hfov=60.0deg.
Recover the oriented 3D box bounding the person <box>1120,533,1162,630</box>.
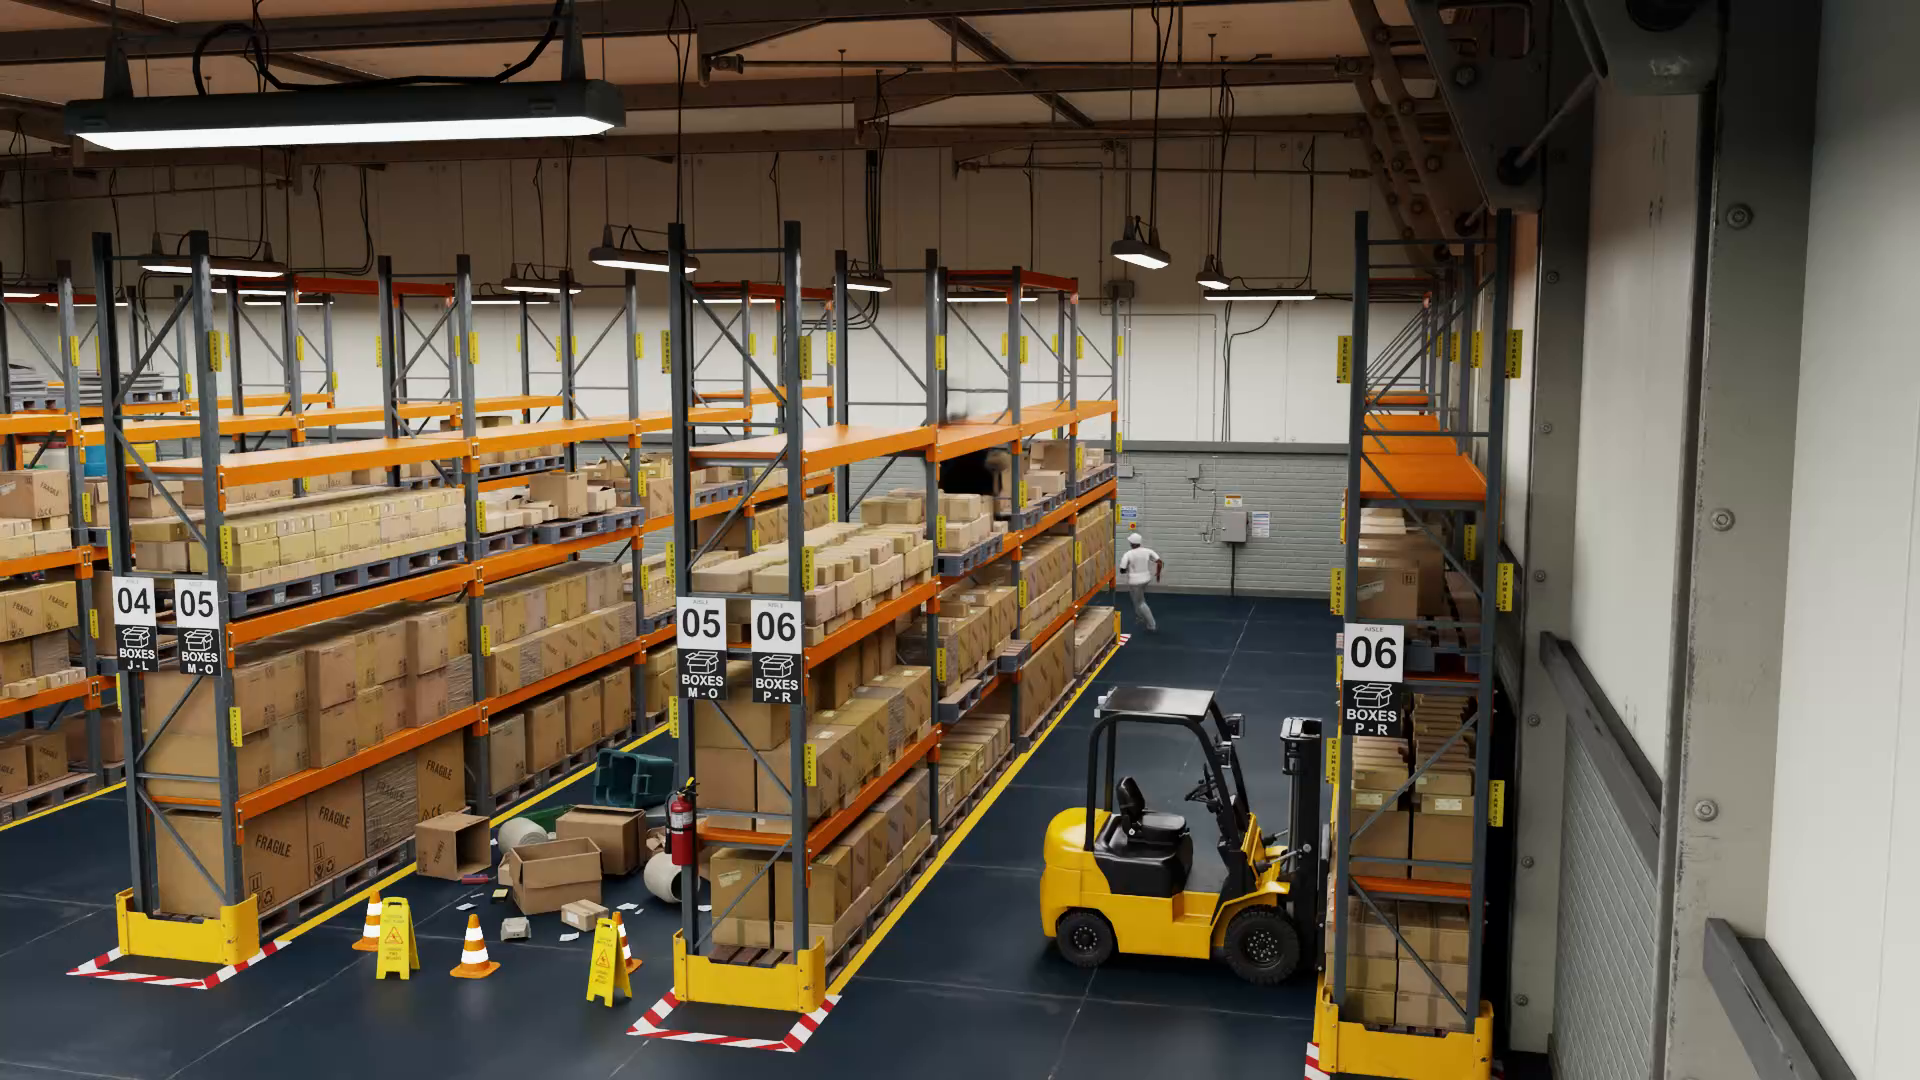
[{"bbox_3d":[3.115,0.738,29.180,0.712,1.740,0.711,-4,8,-30],"label":"person"}]
